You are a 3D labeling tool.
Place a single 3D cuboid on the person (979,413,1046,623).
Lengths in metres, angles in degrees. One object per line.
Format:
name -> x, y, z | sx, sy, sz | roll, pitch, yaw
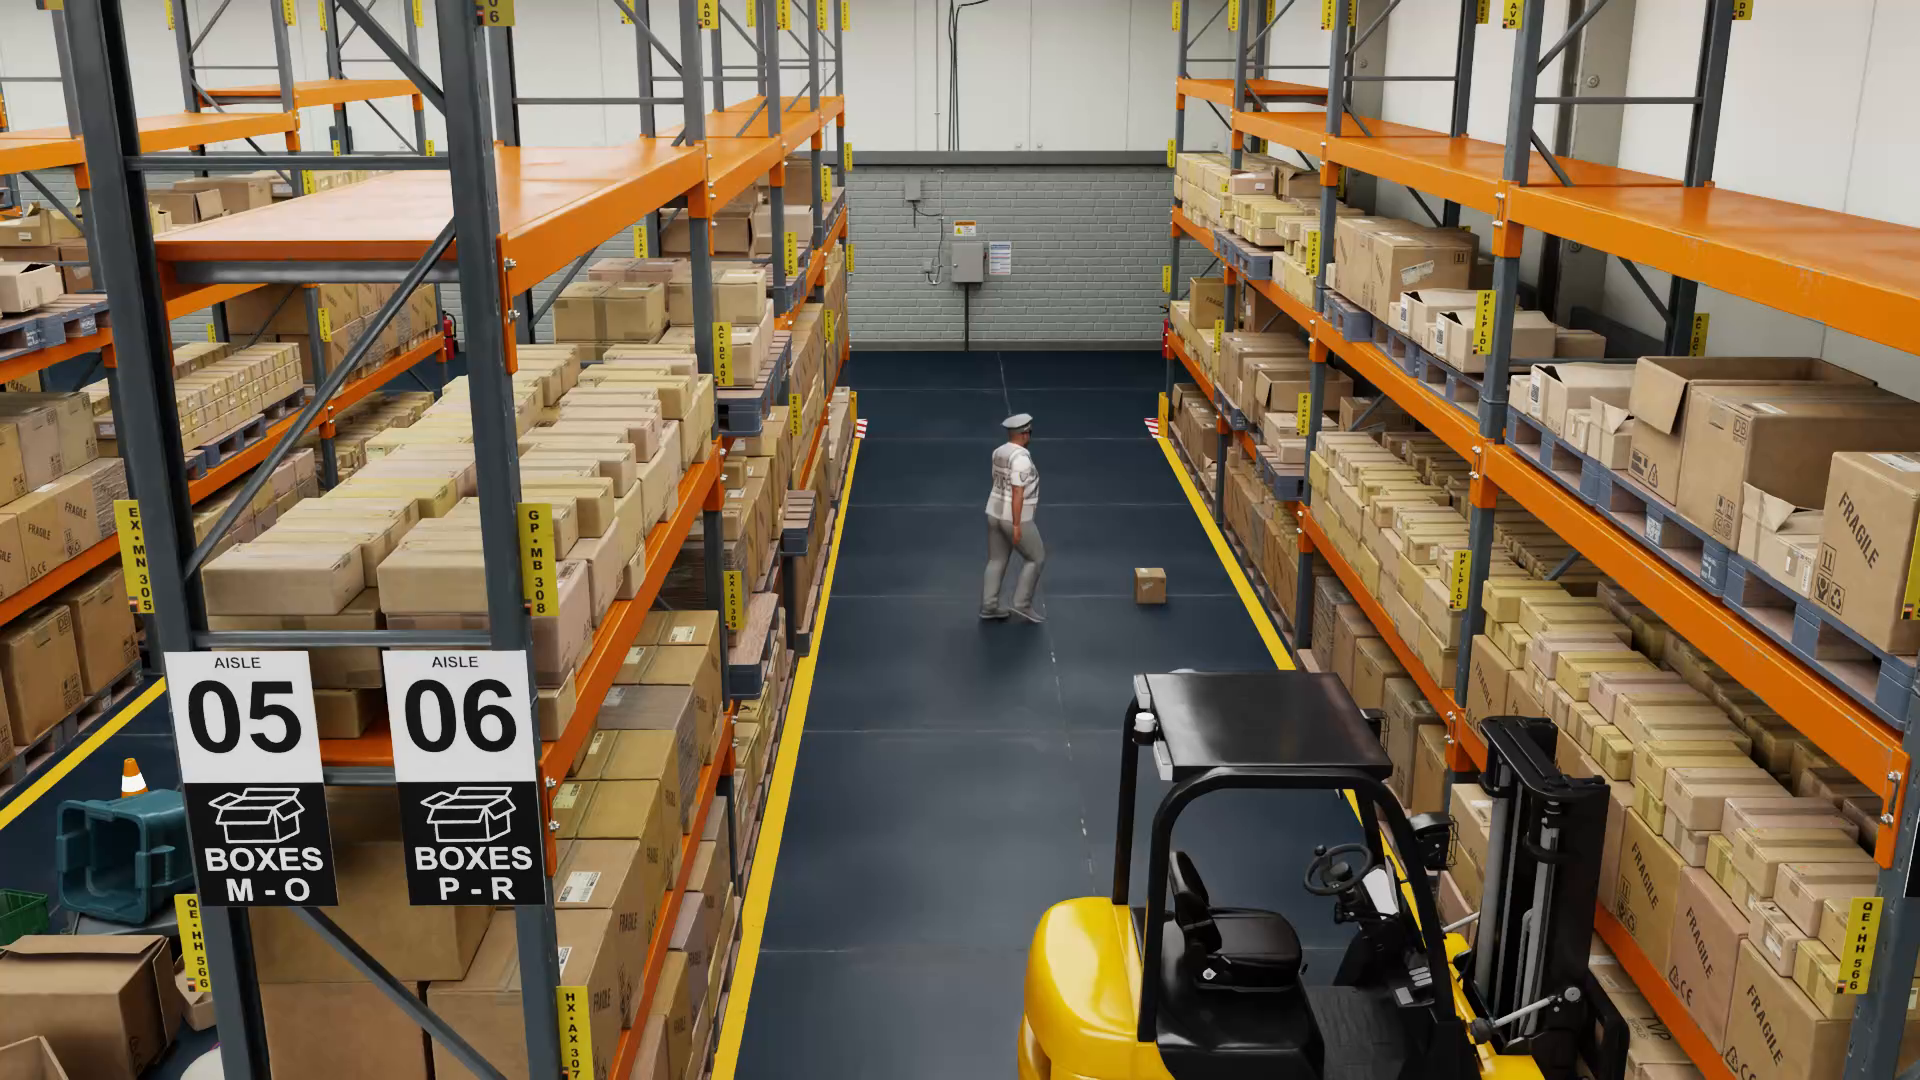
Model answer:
person -> 0.405, -0.159, 14.076 | 0.535, 1.800, 0.568 | -11, 20, -32
